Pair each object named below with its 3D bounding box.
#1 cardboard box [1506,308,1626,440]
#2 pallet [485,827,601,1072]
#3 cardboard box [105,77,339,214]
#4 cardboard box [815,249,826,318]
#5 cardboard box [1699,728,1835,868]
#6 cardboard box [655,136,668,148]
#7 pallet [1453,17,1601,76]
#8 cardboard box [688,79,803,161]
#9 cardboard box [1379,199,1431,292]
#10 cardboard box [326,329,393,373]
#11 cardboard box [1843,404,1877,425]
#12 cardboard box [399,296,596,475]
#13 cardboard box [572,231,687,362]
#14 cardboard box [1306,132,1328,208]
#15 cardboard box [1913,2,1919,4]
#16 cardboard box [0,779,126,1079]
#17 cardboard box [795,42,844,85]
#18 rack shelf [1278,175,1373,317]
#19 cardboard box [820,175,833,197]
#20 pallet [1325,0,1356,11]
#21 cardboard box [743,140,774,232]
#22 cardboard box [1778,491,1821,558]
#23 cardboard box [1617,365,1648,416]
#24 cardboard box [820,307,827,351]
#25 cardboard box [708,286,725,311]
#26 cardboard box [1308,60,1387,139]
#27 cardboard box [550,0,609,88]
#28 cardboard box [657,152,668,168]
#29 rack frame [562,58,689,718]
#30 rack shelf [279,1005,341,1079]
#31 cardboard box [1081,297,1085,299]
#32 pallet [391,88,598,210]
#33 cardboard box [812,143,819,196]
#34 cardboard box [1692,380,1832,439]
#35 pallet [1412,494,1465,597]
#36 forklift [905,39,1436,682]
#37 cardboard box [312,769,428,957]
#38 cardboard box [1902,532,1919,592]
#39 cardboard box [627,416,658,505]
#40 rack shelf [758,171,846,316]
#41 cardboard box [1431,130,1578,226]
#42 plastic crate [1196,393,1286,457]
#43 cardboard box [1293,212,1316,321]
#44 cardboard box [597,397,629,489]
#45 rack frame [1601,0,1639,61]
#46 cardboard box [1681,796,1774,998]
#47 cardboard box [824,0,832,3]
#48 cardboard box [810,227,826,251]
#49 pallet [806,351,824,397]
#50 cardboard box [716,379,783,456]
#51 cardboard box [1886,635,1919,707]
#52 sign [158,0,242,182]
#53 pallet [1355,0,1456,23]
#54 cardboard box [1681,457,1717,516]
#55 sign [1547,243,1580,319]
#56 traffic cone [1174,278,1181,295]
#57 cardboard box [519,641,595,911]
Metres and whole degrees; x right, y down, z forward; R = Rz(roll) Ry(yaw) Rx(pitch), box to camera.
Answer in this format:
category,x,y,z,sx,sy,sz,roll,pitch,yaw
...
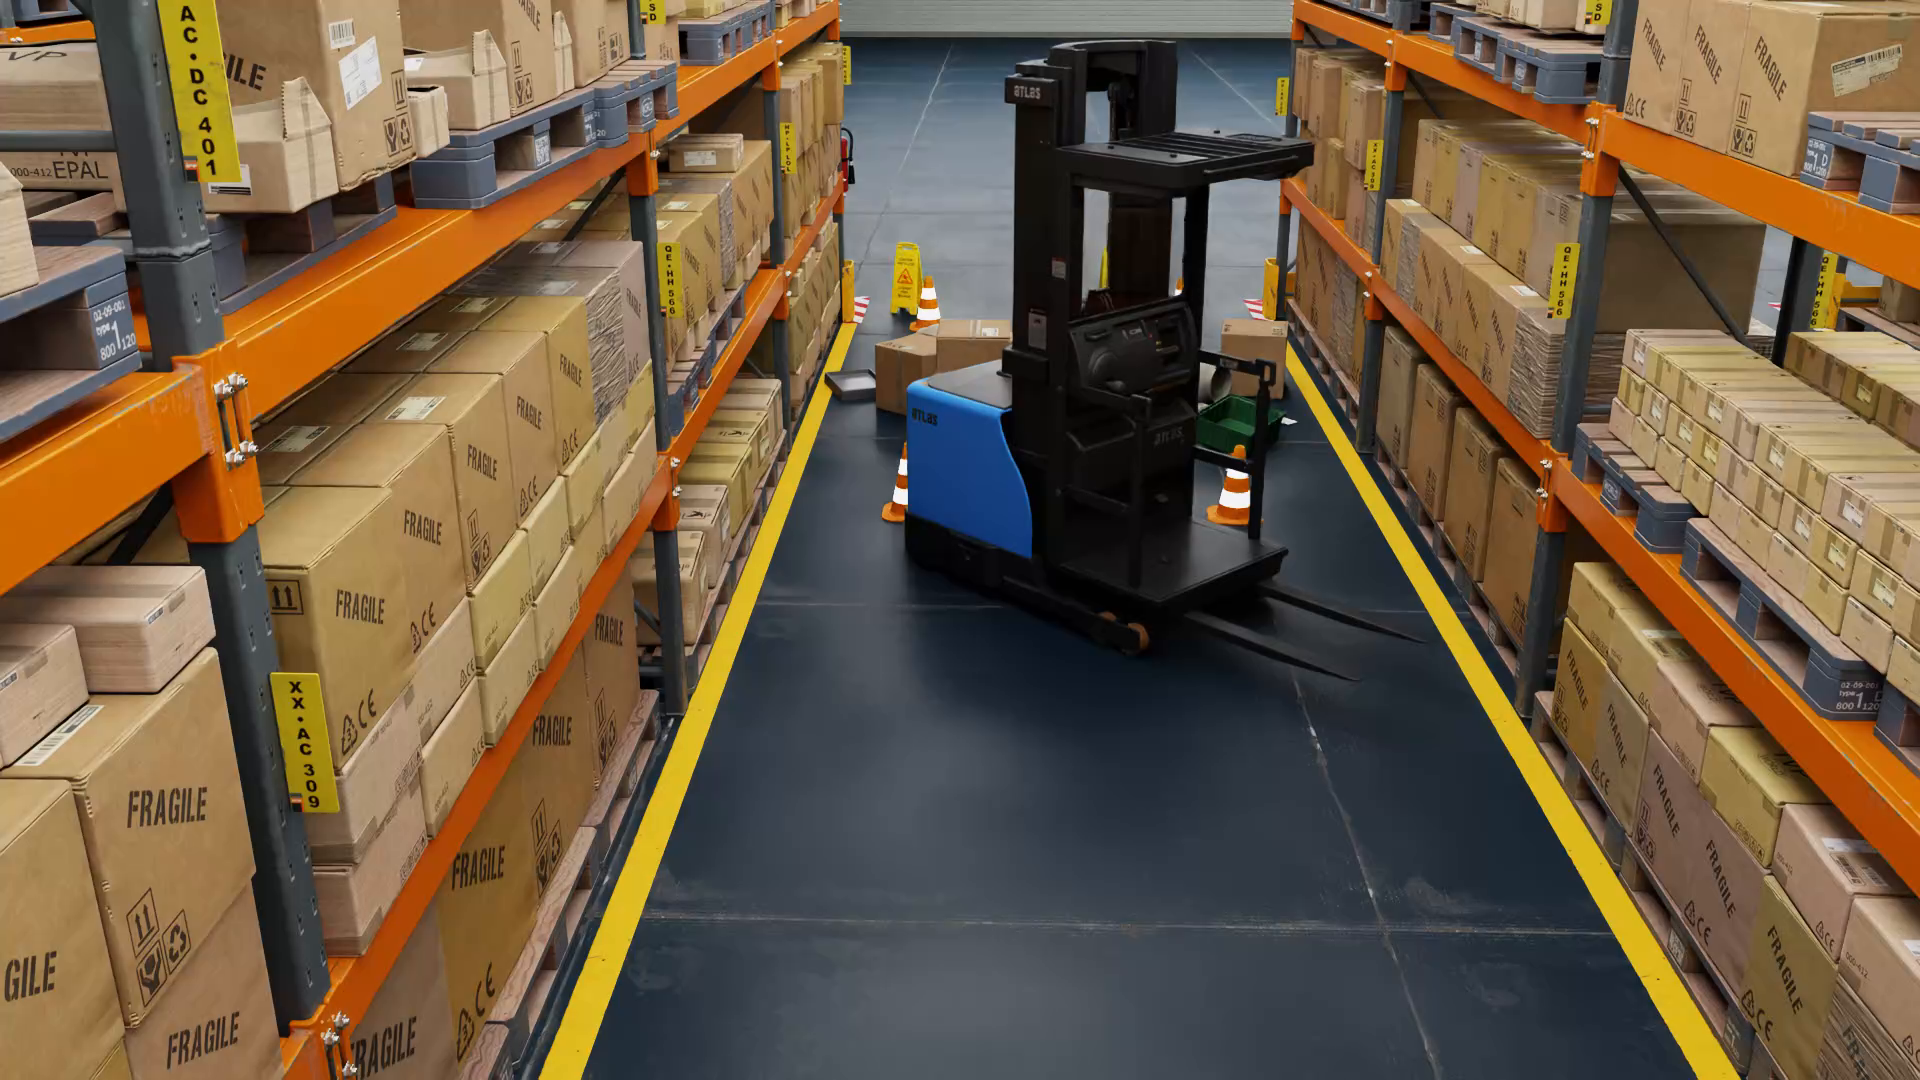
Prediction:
category,x,y,z,sx,sy,sz,roll,pitch,yaw
cardboard box,2.894,-0.780,7.753,0.500,0.500,0.500,1,21,2
pallet,-1.942,1.439,6.028,1.003,0.211,1.213,1,21,2
cardboard box,-1.559,-0.847,3.525,0.396,0.266,0.258,0,21,1
cardboard box,-1.358,-2.077,13.420,0.500,0.500,0.500,0,21,0
cardboard box,2.828,0.850,5.530,0.500,0.250,0.500,0,21,-1
cardboard box,-2.048,-2.549,10.424,0.380,0.149,0.250,1,21,1
pallet,3.146,-2.515,8.479,1.003,0.211,1.213,2,21,4
cardboard box,-1.451,-2.839,11.269,0.700,0.500,0.500,0,21,1
cardboard box,2.985,-1.873,10.571,0.500,0.500,0.500,1,21,2
cardboard box,-2.117,-0.373,5.324,0.500,0.500,0.500,1,21,2
cardboard box,3.577,-0.409,6.292,0.380,0.149,0.250,1,21,3
cardboard box,-1.586,-0.543,5.761,0.500,0.500,0.500,1,21,2
cardboard box,-1.557,-1.126,7.655,0.500,0.500,0.500,0,21,0
cardboard box,3.288,-2.995,13.393,0.875,0.550,0.550,1,21,2
cardboard box,3.364,-1.441,5.312,0.500,0.500,0.500,1,21,2
cardboard box,-1.686,0.705,2.544,0.500,0.500,0.500,0,21,1
cardboard box,-1.356,-3.942,14.110,0.700,0.500,0.500,0,21,0
rack shelf,3.331,-2.401,13.065,1.077,0.370,4.000,1,21,2
cardboard box,-1.260,-2.944,13.817,0.380,0.149,0.250,1,21,3
pallet,3.345,-4.106,12.441,1.003,0.211,1.213,1,21,2
cardboard box,-1.465,-2.243,10.533,0.500,0.500,0.500,0,21,1
cardboard box,2.891,-0.049,5.363,0.380,0.149,0.250,1,21,4
cardboard box,2.933,-0.612,6.815,0.380,0.149,0.250,2,21,4
cardboard box,-1.349,-1.720,13.535,0.500,0.250,0.500,0,21,0
cardboard box,-1.509,-1.363,9.162,0.380,0.149,0.250,1,21,3
cardboard box,3.264,-3.498,13.198,0.875,0.550,0.550,1,21,2
cardboard box,-1.643,-1.866,5.825,0.700,0.500,0.500,0,21,-1
cardboard box,-1.996,-2.065,10.074,0.500,0.500,0.500,1,21,2
rack frame,-1.802,-0.585,7.390,1.000,3.000,0.127,1,21,2
rack shelf,-1.985,1.920,1.929,1.077,0.370,4.000,1,21,2
cardboard box,0.918,-1.651,13.588,0.797,0.503,0.637,-16,26,-35
pallet,-1.800,-1.258,5.238,1.003,0.211,1.213,2,21,4
cardboard box,-1.373,-2.919,12.855,0.500,0.500,0.500,1,21,2
cardboard box,2.915,-0.477,6.055,0.380,0.149,0.250,0,21,-1
pallet,3.288,0.009,9.715,1.003,0.211,1.213,1,21,2
forklift,1.056,-0.984,8.514,1.130,2.935,3.031,-19,28,-40
cardboard box,-1.647,0.775,4.092,0.500,0.250,0.500,0,21,0
cardboard box,2.869,0.090,4.594,0.380,0.149,0.250,1,21,1
cardboard box,-1.558,-0.329,6.939,0.500,0.250,0.500,0,21,0
rack shelf,-1.620,-2.419,13.111,1.077,0.370,4.000,1,21,2
cardboard box,3.247,-2.161,9.930,0.700,0.500,0.500,0,21,1
plastic crate,1.966,-0.807,11.769,0.450,0.188,0.662,23,29,25
cardboard box,3.437,-2.419,14.473,0.875,0.875,0.875,1,21,2
cardboard box,-1.575,-0.385,6.390,0.500,0.250,0.500,0,21,0
rack frame,3.148,-3.364,6.259,1.000,3.000,0.127,1,21,2
cardboard box,2.833,1.207,5.645,0.500,0.500,0.500,0,21,0
cardboard box,-1.265,-4.536,13.775,0.380,0.149,0.250,1,21,2
cardboard box,-1.287,-2.431,13.436,0.380,0.149,0.250,2,21,4
pallet,-1.661,-1.417,13.389,1.003,0.211,1.213,1,21,2
cardboard box,-1.694,-0.812,11.028,0.950,0.372,0.625,1,21,2
cardboard box,2.866,0.380,4.669,0.380,0.149,0.250,0,21,-1
sign,-1.369,-0.810,2.998,0.100,0.325,0.005,1,21,2
pallet,3.305,-3.666,11.307,1.003,0.211,1.213,1,21,2
cardboard box,2.910,-0.194,6.149,0.380,0.149,0.250,2,21,4
sign,2.594,-1.112,7.147,0.100,0.325,0.005,1,21,2
traffic cone,1.956,-2.101,14.803,0.336,0.463,0.334,1,21,2
cardboard box,-1.938,0.781,6.226,0.875,0.875,0.875,1,21,2
